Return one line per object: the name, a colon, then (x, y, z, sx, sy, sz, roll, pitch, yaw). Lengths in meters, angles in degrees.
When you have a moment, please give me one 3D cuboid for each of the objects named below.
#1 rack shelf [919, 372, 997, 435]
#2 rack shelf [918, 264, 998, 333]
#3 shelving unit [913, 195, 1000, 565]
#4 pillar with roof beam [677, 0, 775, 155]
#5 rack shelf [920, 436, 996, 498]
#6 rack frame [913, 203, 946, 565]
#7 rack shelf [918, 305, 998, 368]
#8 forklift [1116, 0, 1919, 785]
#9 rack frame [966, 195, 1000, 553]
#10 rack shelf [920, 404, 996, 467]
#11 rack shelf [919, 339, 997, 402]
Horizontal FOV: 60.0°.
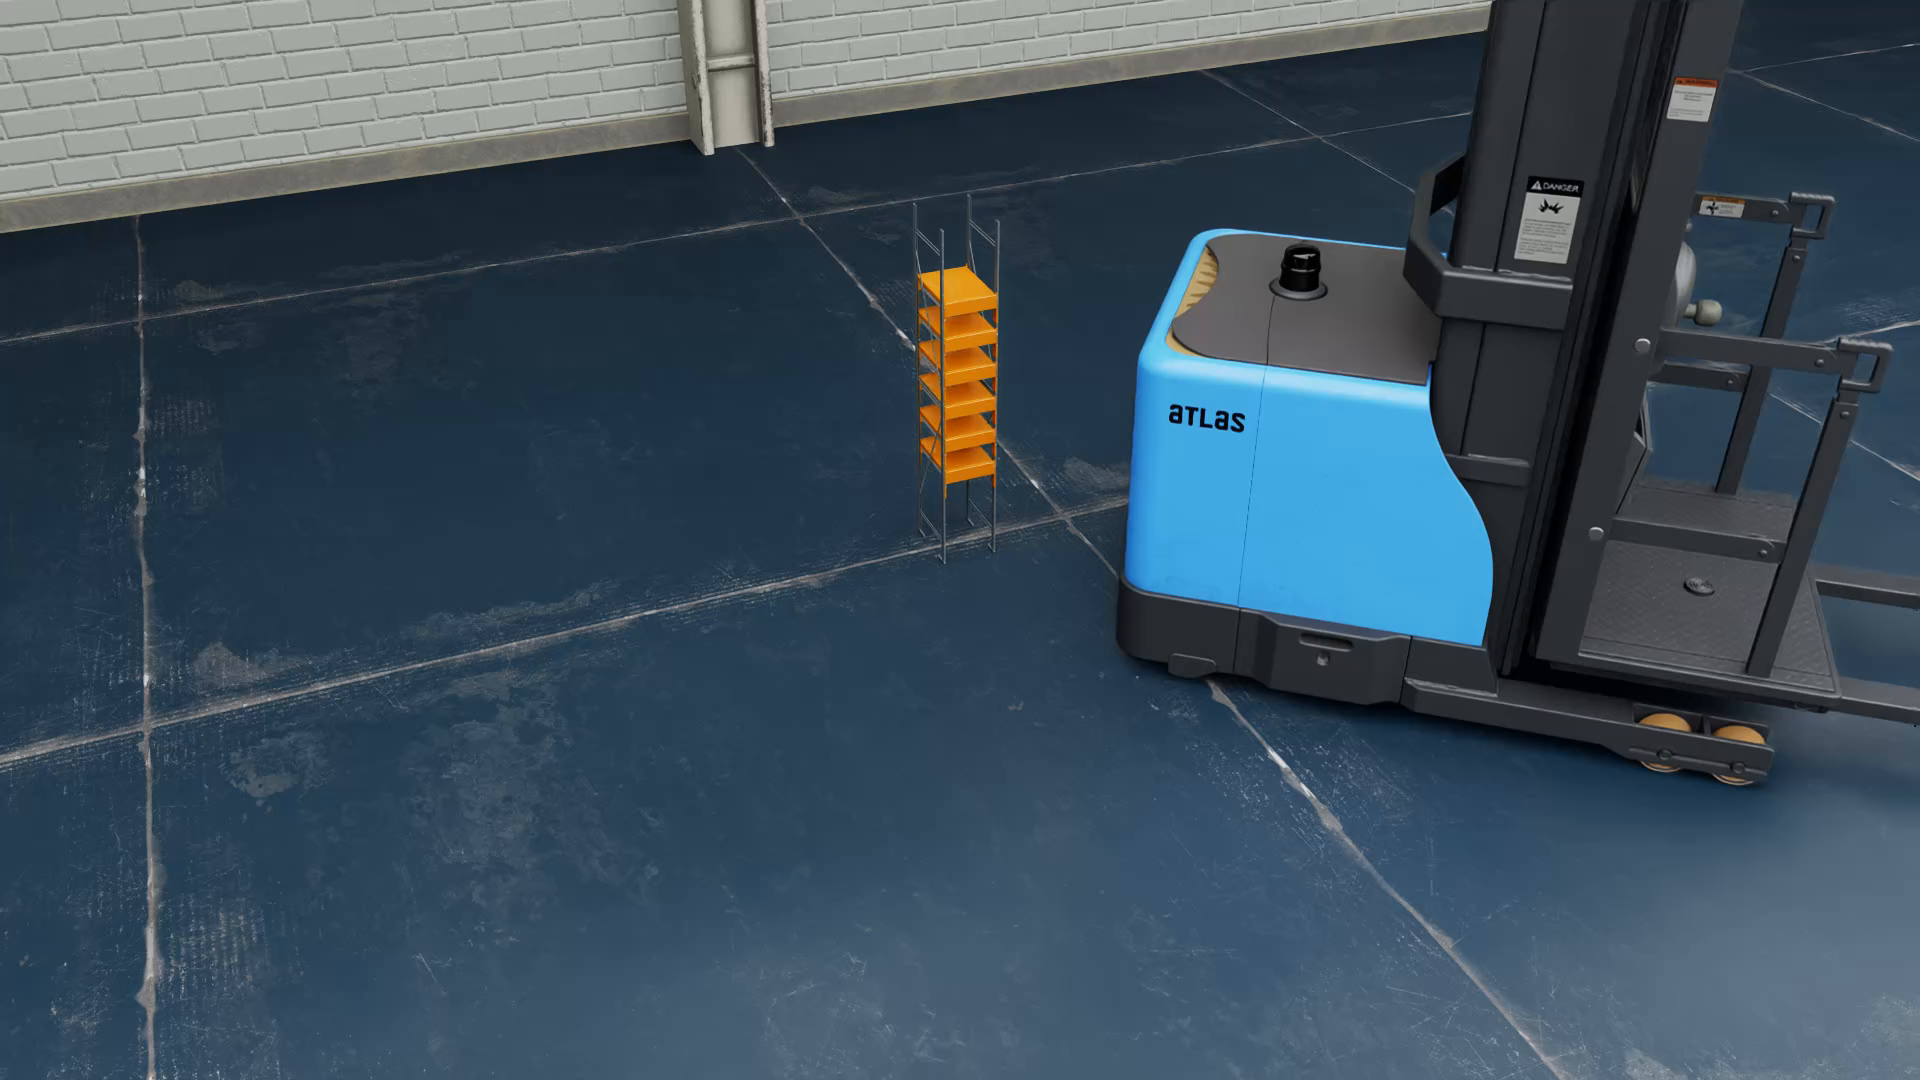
rack shelf: (-0.013, -0.463, 5.442, 0.180, 0.103, 0.258, -13, 35, -19)
rack shelf: (-0.013, -0.764, 5.246, 0.180, 0.103, 0.258, -13, 35, -19)
shelving unit: (-0.013, -0.500, 5.418, 0.189, 1.200, 0.258, -13, 35, -19)
pillar with roof beam: (0.417, -3.791, 3.325, 0.400, 9.000, 9.100, -13, 35, -19)
rack shelf: (-0.013, -0.261, 5.573, 0.180, 0.103, 0.258, -13, 35, -19)
rack frame: (-0.098, -0.481, 5.388, 0.006, 1.200, 0.240, -13, 35, -19)
rack shelf: (-0.013, -0.664, 5.311, 0.180, 0.103, 0.258, -13, 35, -19)
forklift: (2.057, -0.862, 4.388, 3.031, 2.935, 1.130, 9, 34, 14)
rack frame: (0.071, -0.519, 5.448, 0.006, 1.200, 0.240, -13, 35, -19)
rack shelf: (-0.013, -0.362, 5.508, 0.180, 0.103, 0.258, -13, 35, -19)
rack shelf: (-0.013, -0.563, 5.377, 0.180, 0.103, 0.258, -13, 35, -19)
